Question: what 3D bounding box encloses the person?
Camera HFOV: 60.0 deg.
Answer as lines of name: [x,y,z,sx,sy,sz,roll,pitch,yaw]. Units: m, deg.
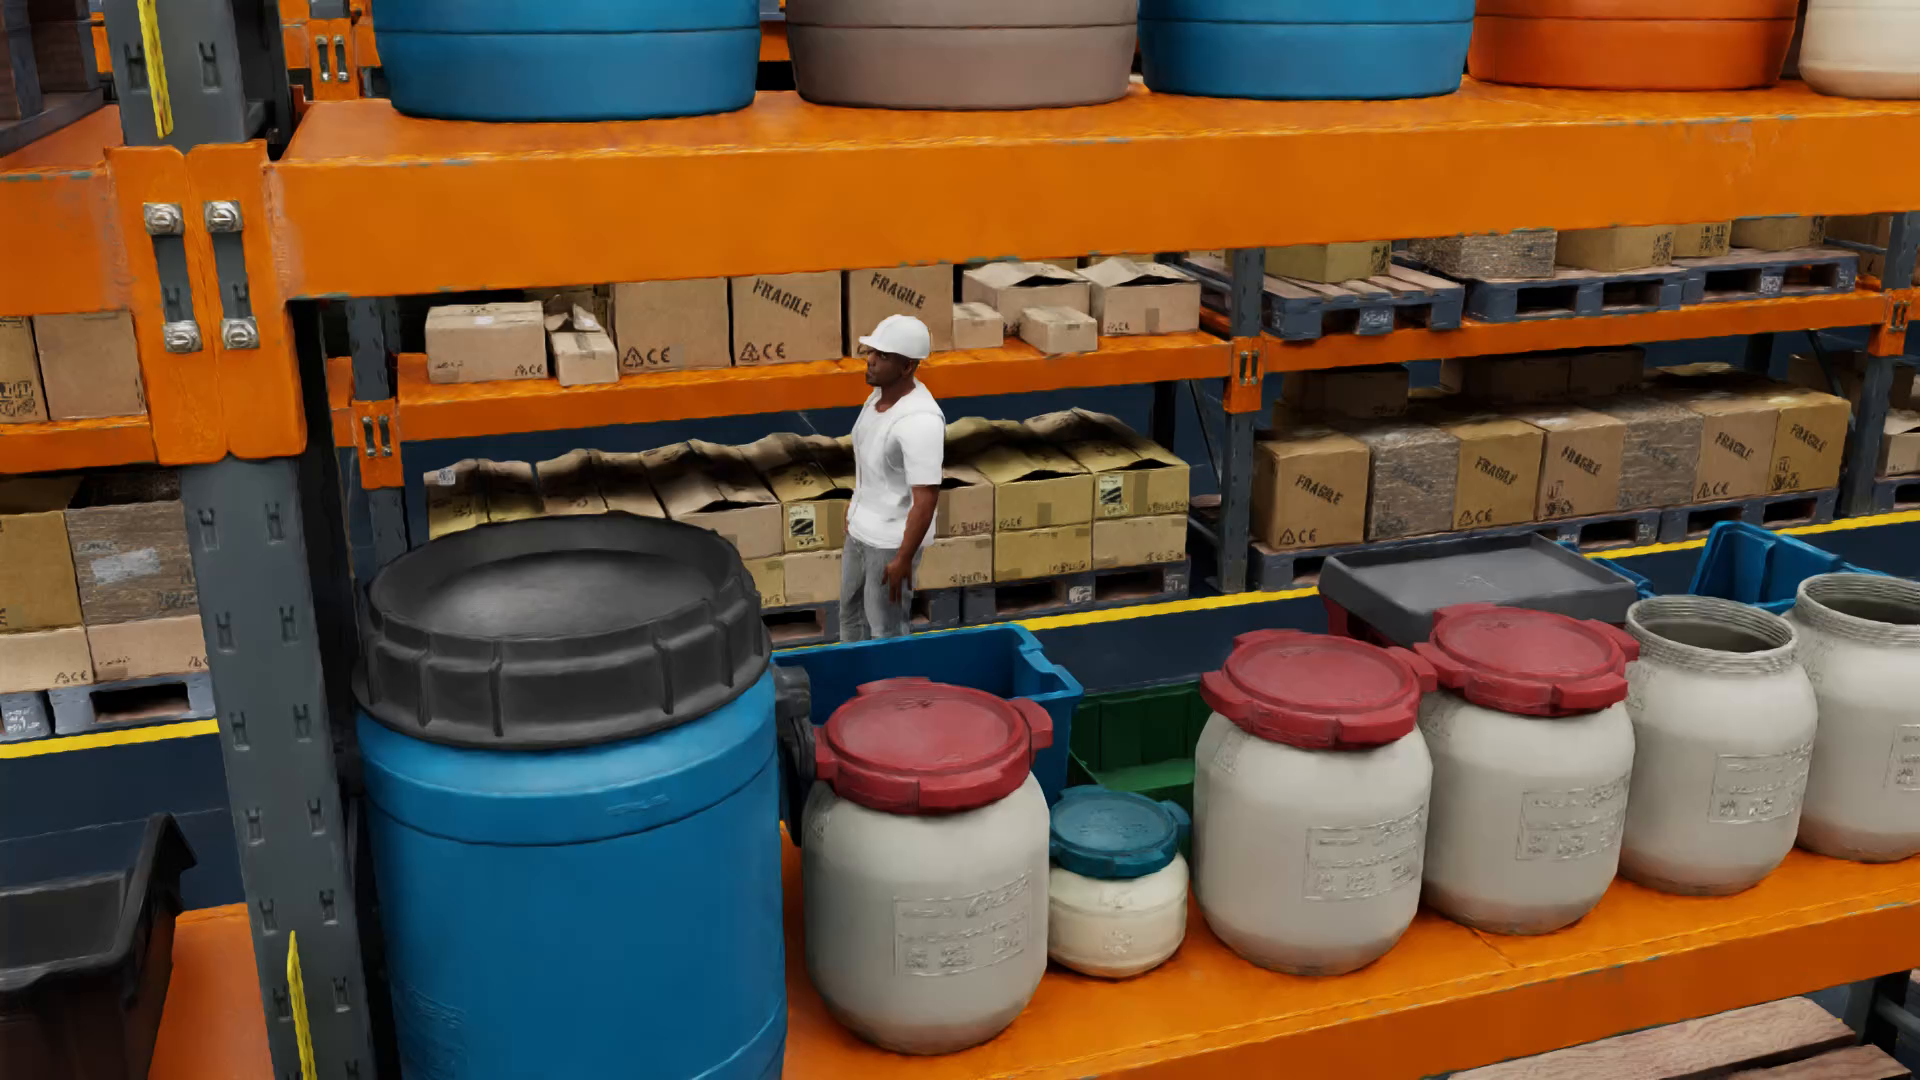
person: [-0.360,-0.014,6.541,0.578,1.766,0.665,-7,20,-19]
